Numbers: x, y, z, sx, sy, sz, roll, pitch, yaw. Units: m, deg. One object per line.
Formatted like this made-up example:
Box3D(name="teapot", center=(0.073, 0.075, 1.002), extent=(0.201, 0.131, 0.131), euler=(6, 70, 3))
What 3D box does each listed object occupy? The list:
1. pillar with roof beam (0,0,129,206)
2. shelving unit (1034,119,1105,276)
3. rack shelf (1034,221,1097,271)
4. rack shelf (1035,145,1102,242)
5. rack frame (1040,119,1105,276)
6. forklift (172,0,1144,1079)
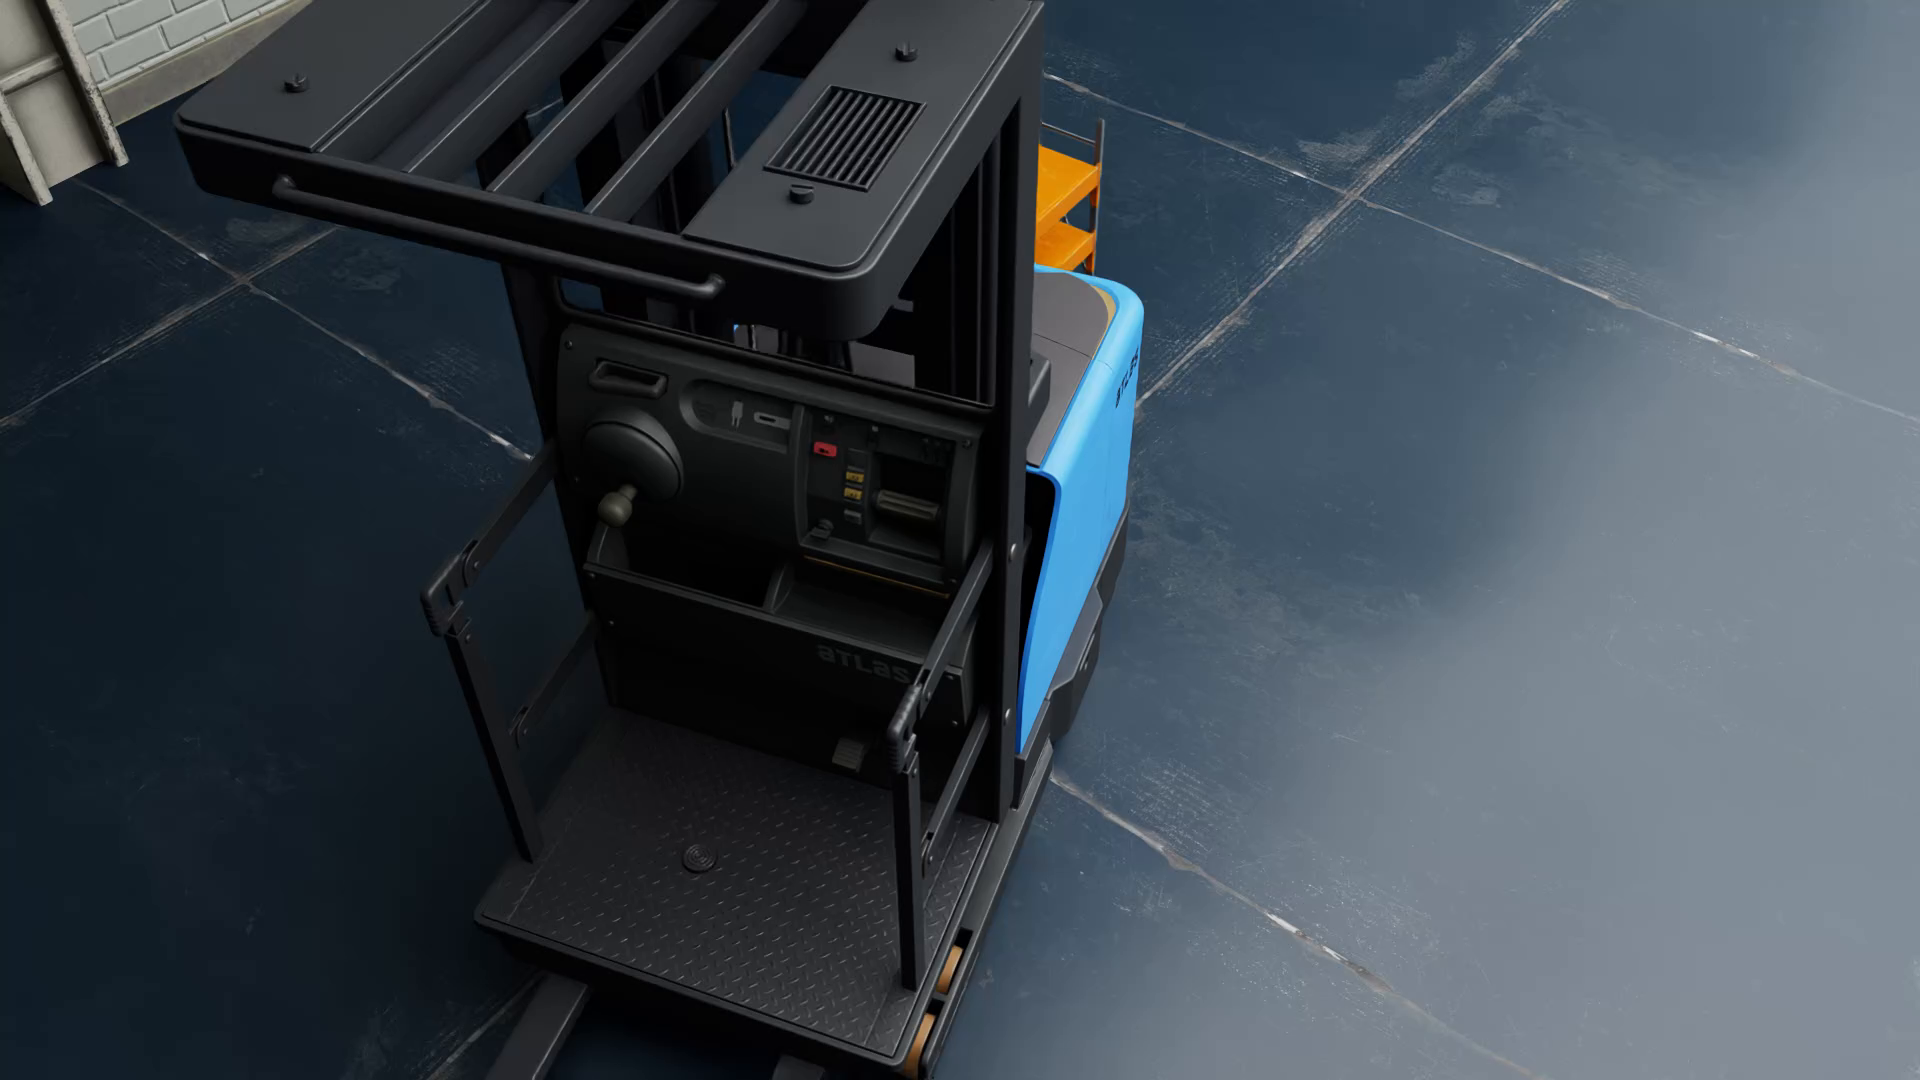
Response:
Box3D(name="pillar with roof beam", center=(-0.185, -2.689, 1.595), extent=(9.100, 9.000, 0.400), euler=(29, 53, 25))
Box3D(name="shelving unit", center=(0.172, -0.678, 5.068), extent=(0.258, 1.200, 0.503), euler=(26, 52, 23))
Box3D(name="rack shelf", center=(0.172, -0.786, 4.955), extent=(0.258, 0.148, 0.480), euler=(26, 52, 23))
Box3D(name="rack shelf", center=(0.172, -0.949, 4.784), extent=(0.258, 0.148, 0.480), euler=(26, 52, 23))
Box3D(name="rack frame", center=(0.310, -0.823, 5.207), extent=(0.240, 1.200, 0.015), euler=(26, 52, 23))
Box3D(name="forklift", center=(-0.480, -0.064, 3.284), extent=(1.130, 2.935, 3.031), euler=(15, 48, 14))
